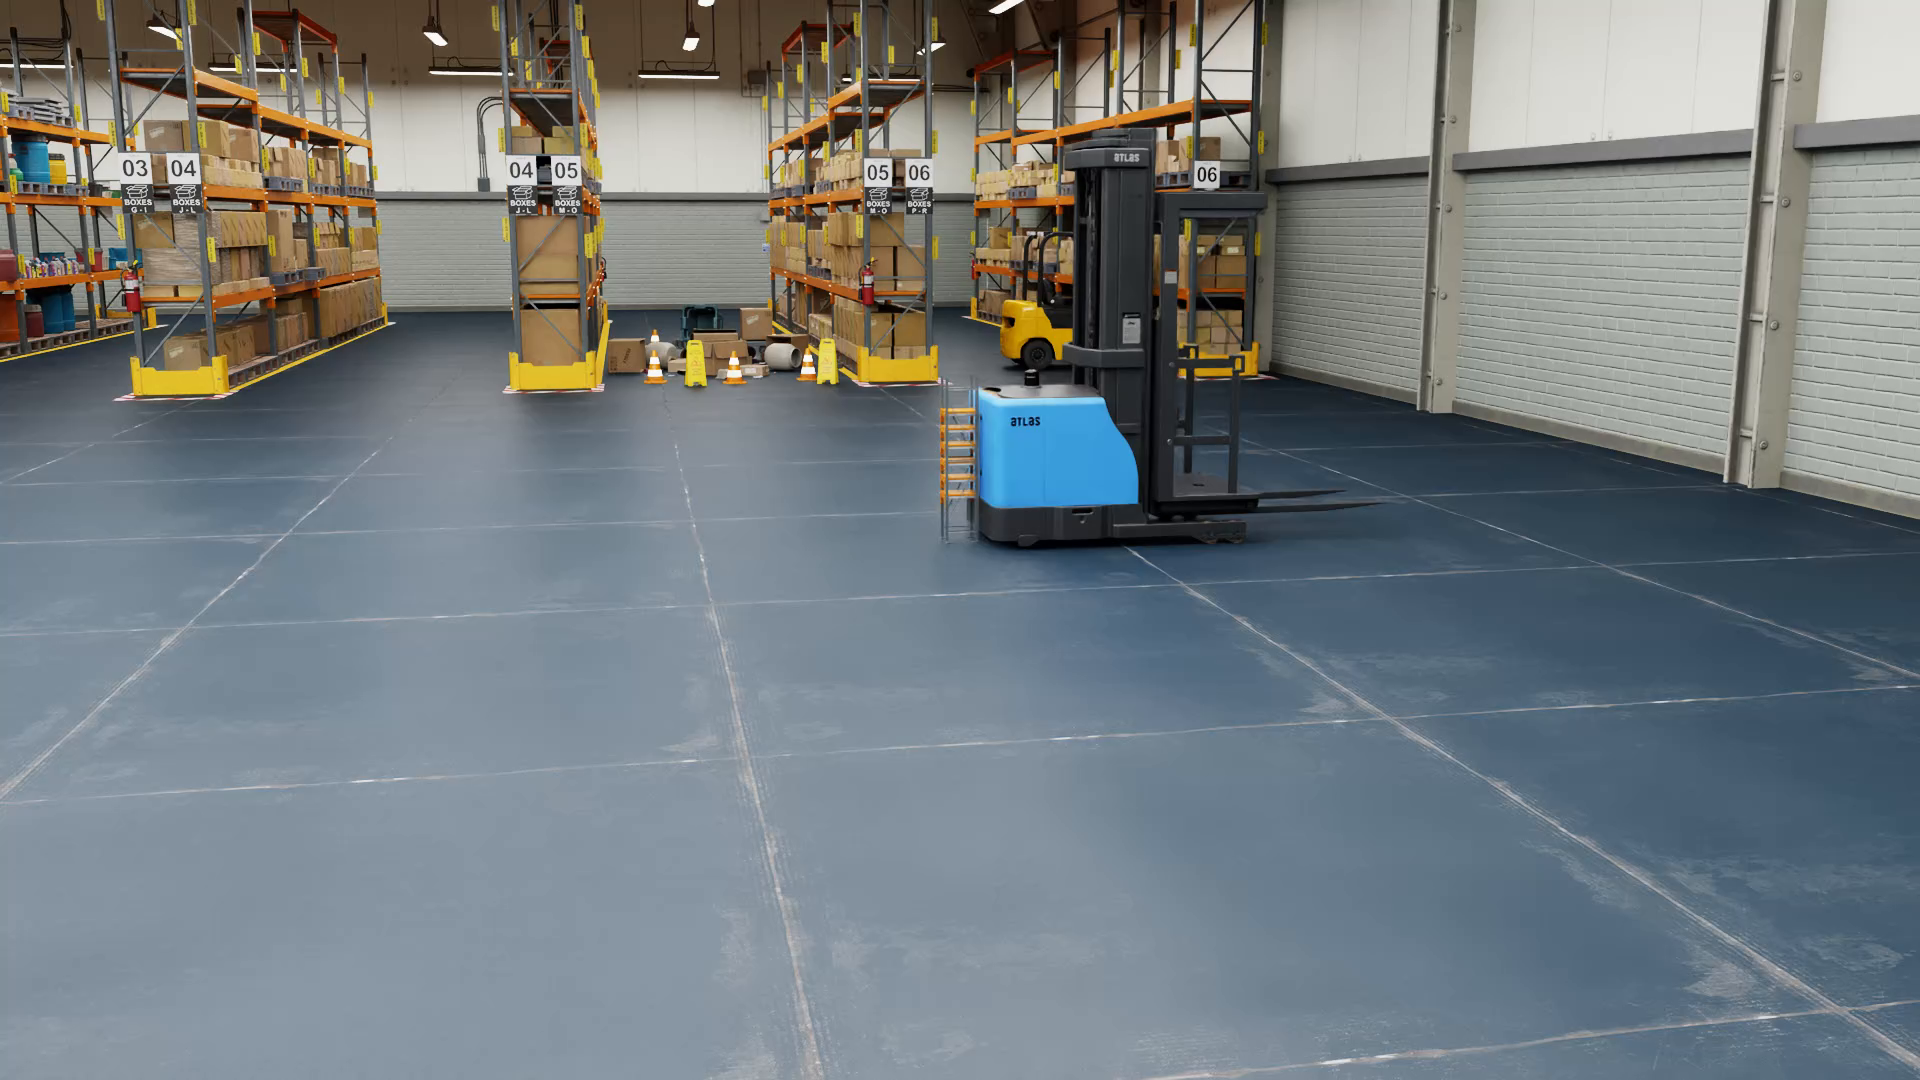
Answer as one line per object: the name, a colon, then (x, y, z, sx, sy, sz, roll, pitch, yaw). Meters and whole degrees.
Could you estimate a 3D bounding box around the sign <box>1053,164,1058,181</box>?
sign: (1.876, -7.183, 32.508, 0.100, 0.325, 0.005, -2, 11, -11)

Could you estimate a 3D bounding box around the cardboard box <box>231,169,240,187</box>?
cardboard box: (-10.770, -5.244, 24.106, 0.500, 0.250, 0.500, -2, 11, -9)

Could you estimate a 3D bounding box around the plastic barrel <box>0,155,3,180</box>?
plastic barrel: (-17.146, -6.748, 29.335, 0.600, 0.830, 0.708, -2, 11, -11)

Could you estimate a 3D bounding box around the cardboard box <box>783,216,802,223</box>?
cardboard box: (-3.610, -6.931, 35.913, 0.380, 0.149, 0.250, -2, 11, -12)

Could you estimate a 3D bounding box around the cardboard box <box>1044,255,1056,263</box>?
cardboard box: (1.904, -5.664, 33.482, 0.380, 0.149, 0.250, -2, 11, -10)

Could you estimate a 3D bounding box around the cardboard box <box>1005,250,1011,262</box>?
cardboard box: (1.292, -6.365, 37.223, 0.500, 0.250, 0.500, -2, 11, -10)

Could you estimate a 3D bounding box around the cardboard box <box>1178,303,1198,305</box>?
cardboard box: (3.670, -3.819, 27.796, 0.500, 0.250, 0.500, -2, 11, -11)

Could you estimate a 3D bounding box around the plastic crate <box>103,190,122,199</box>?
plastic crate: (-18.123, -7.419, 35.699, 0.450, 0.188, 0.336, -2, 11, -11)

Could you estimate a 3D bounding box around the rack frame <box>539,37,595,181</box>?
rack frame: (-8.074, -8.776, 34.237, 1.000, 3.000, 0.127, -2, 11, -11)

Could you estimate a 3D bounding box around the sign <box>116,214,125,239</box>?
sign: (-11.173, -4.174, 22.160, 0.100, 0.325, 0.005, -2, 11, -11)

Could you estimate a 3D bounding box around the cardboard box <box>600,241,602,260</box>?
cardboard box: (-8.512, -6.685, 38.231, 0.500, 0.500, 0.500, -2, 11, -10)

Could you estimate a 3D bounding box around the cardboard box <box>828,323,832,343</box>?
cardboard box: (-1.786, -3.572, 28.844, 0.950, 0.372, 0.625, -2, 11, -10)

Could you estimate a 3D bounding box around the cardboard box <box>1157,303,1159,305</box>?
cardboard box: (3.170, -3.803, 27.710, 0.500, 0.250, 0.500, -2, 11, -9)

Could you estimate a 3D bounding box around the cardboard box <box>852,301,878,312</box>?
cardboard box: (-1.453, -3.571, 25.428, 0.380, 0.149, 0.250, -2, 11, -9)

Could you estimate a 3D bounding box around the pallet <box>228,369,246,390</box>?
pallet: (-10.763, -2.260, 23.508, 1.003, 0.211, 1.213, -2, 11, -11)

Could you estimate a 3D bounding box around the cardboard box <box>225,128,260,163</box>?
cardboard box: (-11.065, -6.041, 25.489, 0.500, 0.500, 0.500, -2, 11, -13)

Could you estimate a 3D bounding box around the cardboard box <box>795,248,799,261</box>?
cardboard box: (-3.026, -5.732, 33.355, 0.500, 0.250, 0.500, -2, 11, -12)

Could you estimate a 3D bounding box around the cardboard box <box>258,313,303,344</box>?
cardboard box: (-11.910, -3.698, 29.112, 0.700, 0.500, 0.500, -3, 11, -16)

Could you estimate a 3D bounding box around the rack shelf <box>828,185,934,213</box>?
rack shelf: (-1.293, -5.313, 25.992, 1.077, 0.370, 4.000, -2, 11, -11)

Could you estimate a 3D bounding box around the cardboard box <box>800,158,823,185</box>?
cardboard box: (-2.681, -7.088, 31.992, 0.797, 0.503, 0.637, -3, 11, -15)

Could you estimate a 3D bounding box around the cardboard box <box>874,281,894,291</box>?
cardboard box: (-1.186, -3.764, 24.621, 0.380, 0.149, 0.250, -2, 11, -9)

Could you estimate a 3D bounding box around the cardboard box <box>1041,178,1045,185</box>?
cardboard box: (1.879, -7.364, 34.175, 0.380, 0.149, 0.250, -2, 11, -9)

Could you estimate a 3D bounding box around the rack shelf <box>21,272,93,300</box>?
rack shelf: (-17.428, -4.767, 31.141, 1.077, 0.370, 4.000, -2, 11, -11)

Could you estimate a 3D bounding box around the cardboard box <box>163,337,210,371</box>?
cardboard box: (-10.730, -2.559, 23.184, 0.500, 0.500, 0.500, 0, 11, 0)

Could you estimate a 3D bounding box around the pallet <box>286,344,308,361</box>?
pallet: (-11.796, -3.197, 28.427, 1.003, 0.211, 1.213, -2, 11, -11)

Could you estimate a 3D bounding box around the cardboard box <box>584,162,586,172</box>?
cardboard box: (-5.884, -5.678, 25.266, 0.380, 0.149, 0.250, -2, 11, -12)

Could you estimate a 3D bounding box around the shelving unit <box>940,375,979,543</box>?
shelving unit: (-0.004, -0.587, 12.069, 0.258, 1.200, 0.189, -2, 11, -11)

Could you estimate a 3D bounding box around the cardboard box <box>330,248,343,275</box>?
cardboard box: (-12.402, -5.454, 32.559, 0.500, 0.500, 0.500, -2, 11, -12)

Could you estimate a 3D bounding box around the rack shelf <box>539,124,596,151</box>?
rack shelf: (-7.685, -7.859, 32.414, 1.077, 0.370, 4.000, -2, 11, -11)

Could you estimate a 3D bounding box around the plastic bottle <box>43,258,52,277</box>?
plastic bottle: (-17.103, -5.104, 31.121, 0.144, 0.351, 0.185, -2, 11, -11)

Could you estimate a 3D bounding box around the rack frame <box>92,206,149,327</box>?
rack frame: (-18.595, -6.220, 36.856, 1.000, 3.000, 0.127, -2, 11, -11)

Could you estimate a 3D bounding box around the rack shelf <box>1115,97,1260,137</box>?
rack shelf: (3.575, -6.772, 26.701, 1.077, 0.370, 4.000, -2, 11, -11)

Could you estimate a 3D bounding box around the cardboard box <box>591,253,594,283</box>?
cardboard box: (-6.356, -4.517, 27.638, 0.500, 0.500, 0.500, -2, 11, -10)

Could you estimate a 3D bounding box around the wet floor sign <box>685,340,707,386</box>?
wet floor sign: (-3.792, -2.538, 23.805, 0.267, 0.644, 0.232, -4, 12, -21)

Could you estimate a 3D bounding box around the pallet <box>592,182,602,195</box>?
pallet: (-7.118, -6.360, 30.070, 1.213, 0.211, 1.003, -2, 11, -8)

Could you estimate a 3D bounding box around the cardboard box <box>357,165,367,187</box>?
cardboard box: (-13.583, -8.085, 36.973, 0.700, 0.500, 0.500, -3, 11, -14)

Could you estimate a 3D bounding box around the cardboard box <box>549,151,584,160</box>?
cardboard box: (-5.780, -5.713, 24.381, 0.500, 0.250, 0.500, -2, 11, -11)

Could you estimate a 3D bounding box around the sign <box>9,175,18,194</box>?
sign: (-16.501, -6.197, 28.988, 0.100, 0.325, 0.005, -2, 11, -11)

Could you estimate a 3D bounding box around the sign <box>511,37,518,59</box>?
sign: (-7.047, -7.784, 26.318, 0.100, 0.325, 0.005, -2, 11, -11)

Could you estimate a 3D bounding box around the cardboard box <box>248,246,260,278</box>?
cardboard box: (-11.376, -4.310, 25.756, 0.875, 0.500, 0.500, -2, 11, -11)

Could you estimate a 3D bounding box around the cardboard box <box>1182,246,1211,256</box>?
cardboard box: (3.622, -4.429, 25.440, 0.380, 0.149, 0.250, -2, 11, -10)

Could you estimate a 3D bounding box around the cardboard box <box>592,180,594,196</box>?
cardboard box: (-7.146, -6.732, 31.255, 0.500, 0.500, 0.500, -2, 11, -11)

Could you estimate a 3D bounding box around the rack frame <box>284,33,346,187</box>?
rack frame: (-12.958, -8.614, 33.387, 1.000, 3.000, 0.127, -2, 11, -11)

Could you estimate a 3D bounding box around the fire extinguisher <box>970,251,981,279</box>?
fire extinguisher: (0.371, -6.731, 40.743, 0.296, 0.674, 0.183, -2, 11, -11)

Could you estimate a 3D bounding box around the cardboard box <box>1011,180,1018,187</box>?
cardboard box: (1.315, -7.696, 35.868, 0.380, 0.149, 0.250, -2, 11, -10)

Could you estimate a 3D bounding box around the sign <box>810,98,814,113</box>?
sign: (-3.481, -10.223, 39.130, 0.100, 0.325, 0.005, -2, 11, -11)

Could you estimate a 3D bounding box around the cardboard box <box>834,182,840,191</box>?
cardboard box: (-1.868, -5.794, 27.264, 0.380, 0.149, 0.250, -2, 11, -11)

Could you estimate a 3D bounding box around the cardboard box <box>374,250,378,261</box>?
cardboard box: (-13.382, -6.394, 37.372, 0.500, 0.250, 0.500, -2, 11, -12)

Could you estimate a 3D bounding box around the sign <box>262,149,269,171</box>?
sign: (-10.872, -5.948, 26.021, 0.100, 0.325, 0.005, -2, 11, -11)

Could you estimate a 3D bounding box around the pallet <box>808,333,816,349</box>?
pallet: (-2.309, -3.780, 31.494, 1.003, 0.211, 1.213, -2, 11, -11)

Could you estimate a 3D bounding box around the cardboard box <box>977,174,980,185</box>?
cardboard box: (0.693, -8.643, 39.831, 0.500, 0.250, 0.500, -2, 11, -12)

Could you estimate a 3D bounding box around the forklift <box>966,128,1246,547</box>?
forklift: (1.617, -1.506, 12.270, 3.031, 2.935, 1.130, -2, 11, -11)
